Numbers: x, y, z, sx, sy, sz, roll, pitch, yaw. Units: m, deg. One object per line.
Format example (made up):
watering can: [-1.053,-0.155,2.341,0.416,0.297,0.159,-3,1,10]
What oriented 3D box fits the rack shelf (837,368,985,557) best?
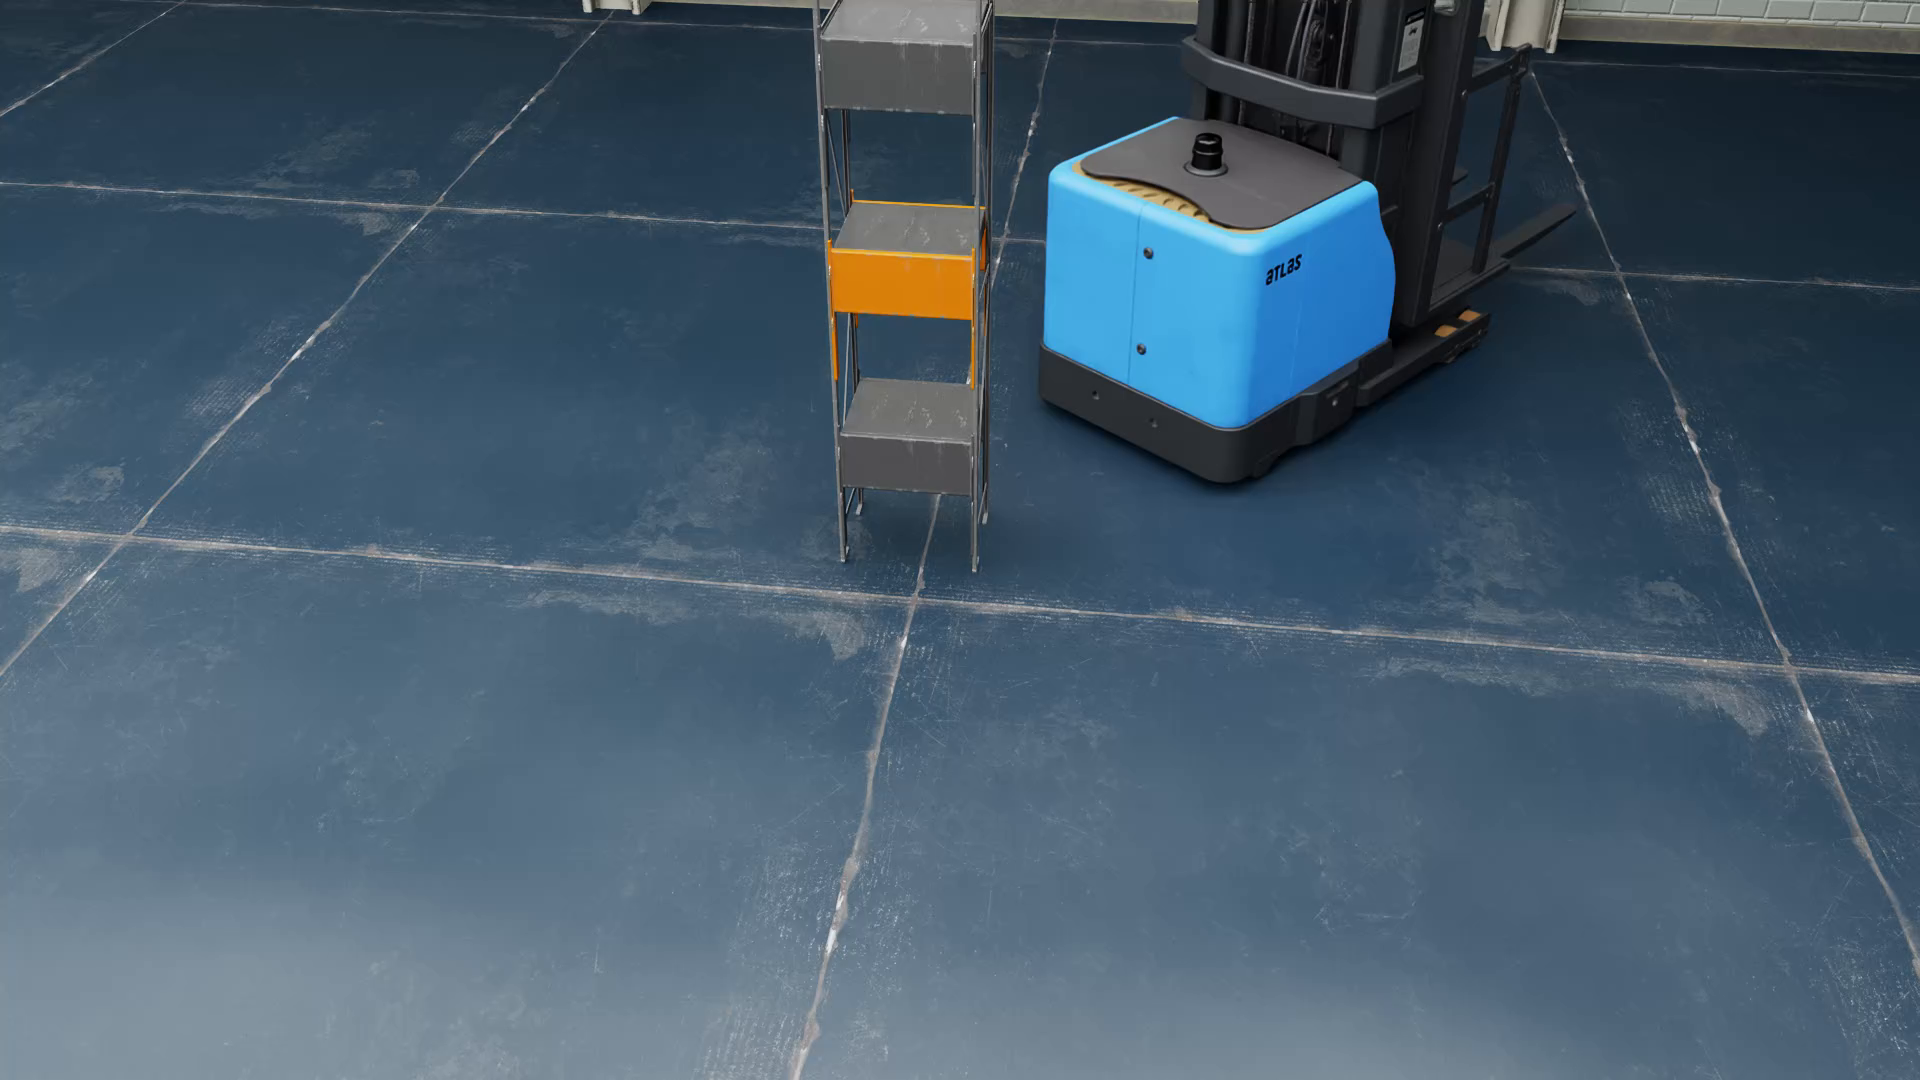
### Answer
rack shelf: [-0.164,-0.286,6.072,0.480,0.518,0.431,4,36,6]

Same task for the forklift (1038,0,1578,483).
forklift: [1.727,-2.166,6.761,3.031,2.935,1.130,-30,45,-35]

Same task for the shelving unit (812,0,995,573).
shelving unit: [-0.164,-0.867,5.657,0.503,2.100,0.431,4,36,6]

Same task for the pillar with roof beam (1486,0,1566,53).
pillar with roof beam: [3.069,-4.389,4.653,0.400,9.000,9.100,4,36,6]

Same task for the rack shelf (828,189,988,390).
rack shelf: [-0.164,-0.856,5.665,0.480,0.518,0.431,4,36,6]

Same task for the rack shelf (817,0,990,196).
rack shelf: [-0.164,-1.426,5.258,0.480,0.518,0.431,4,36,6]

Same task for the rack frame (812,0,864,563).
rack frame: [-0.406,-0.885,5.683,0.015,2.100,0.400,4,36,6]

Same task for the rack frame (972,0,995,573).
rack frame: [0.078,-0.849,5.632,0.015,2.100,0.400,4,36,6]
